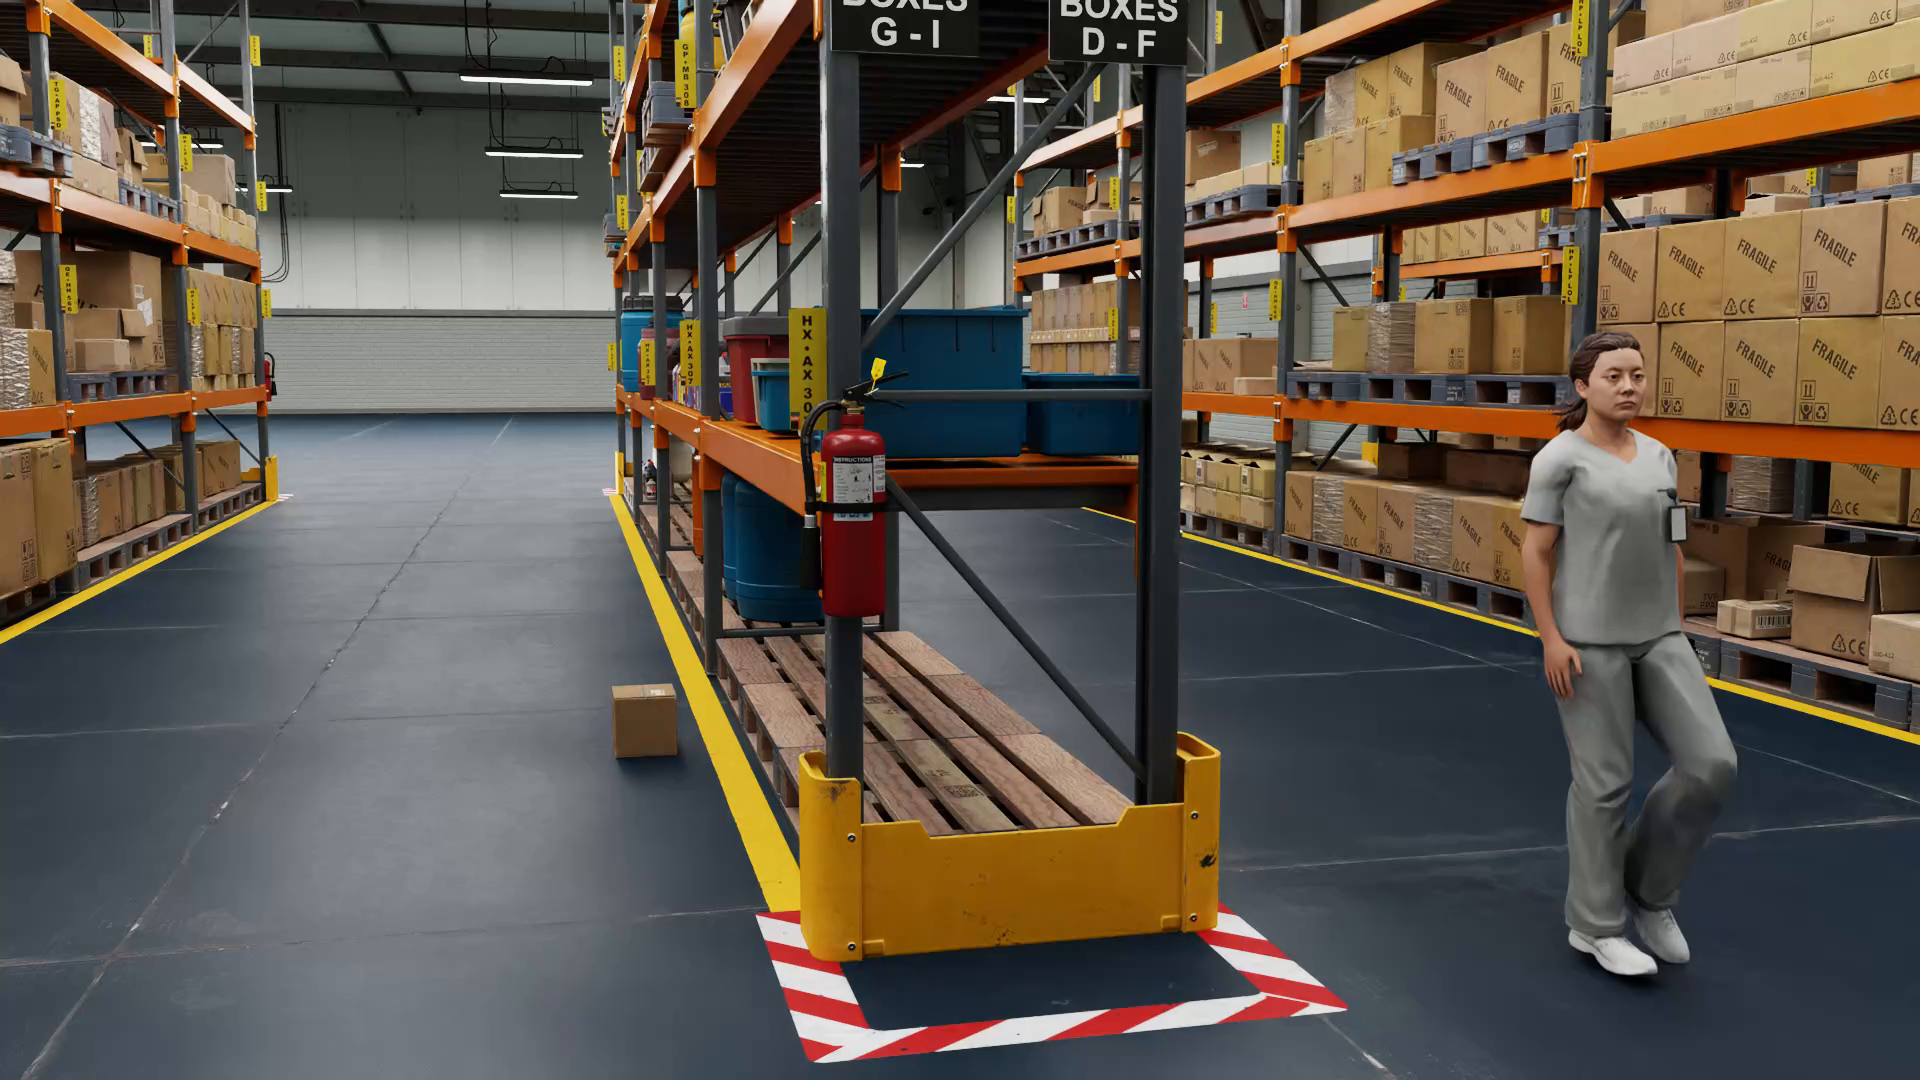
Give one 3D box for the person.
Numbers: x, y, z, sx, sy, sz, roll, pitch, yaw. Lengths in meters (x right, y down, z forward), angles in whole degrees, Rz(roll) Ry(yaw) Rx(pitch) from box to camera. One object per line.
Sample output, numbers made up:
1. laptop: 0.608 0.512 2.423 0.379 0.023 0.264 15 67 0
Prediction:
1. person: 1.725 0.290 4.364 0.493 1.674 0.492 -1 6 -12
